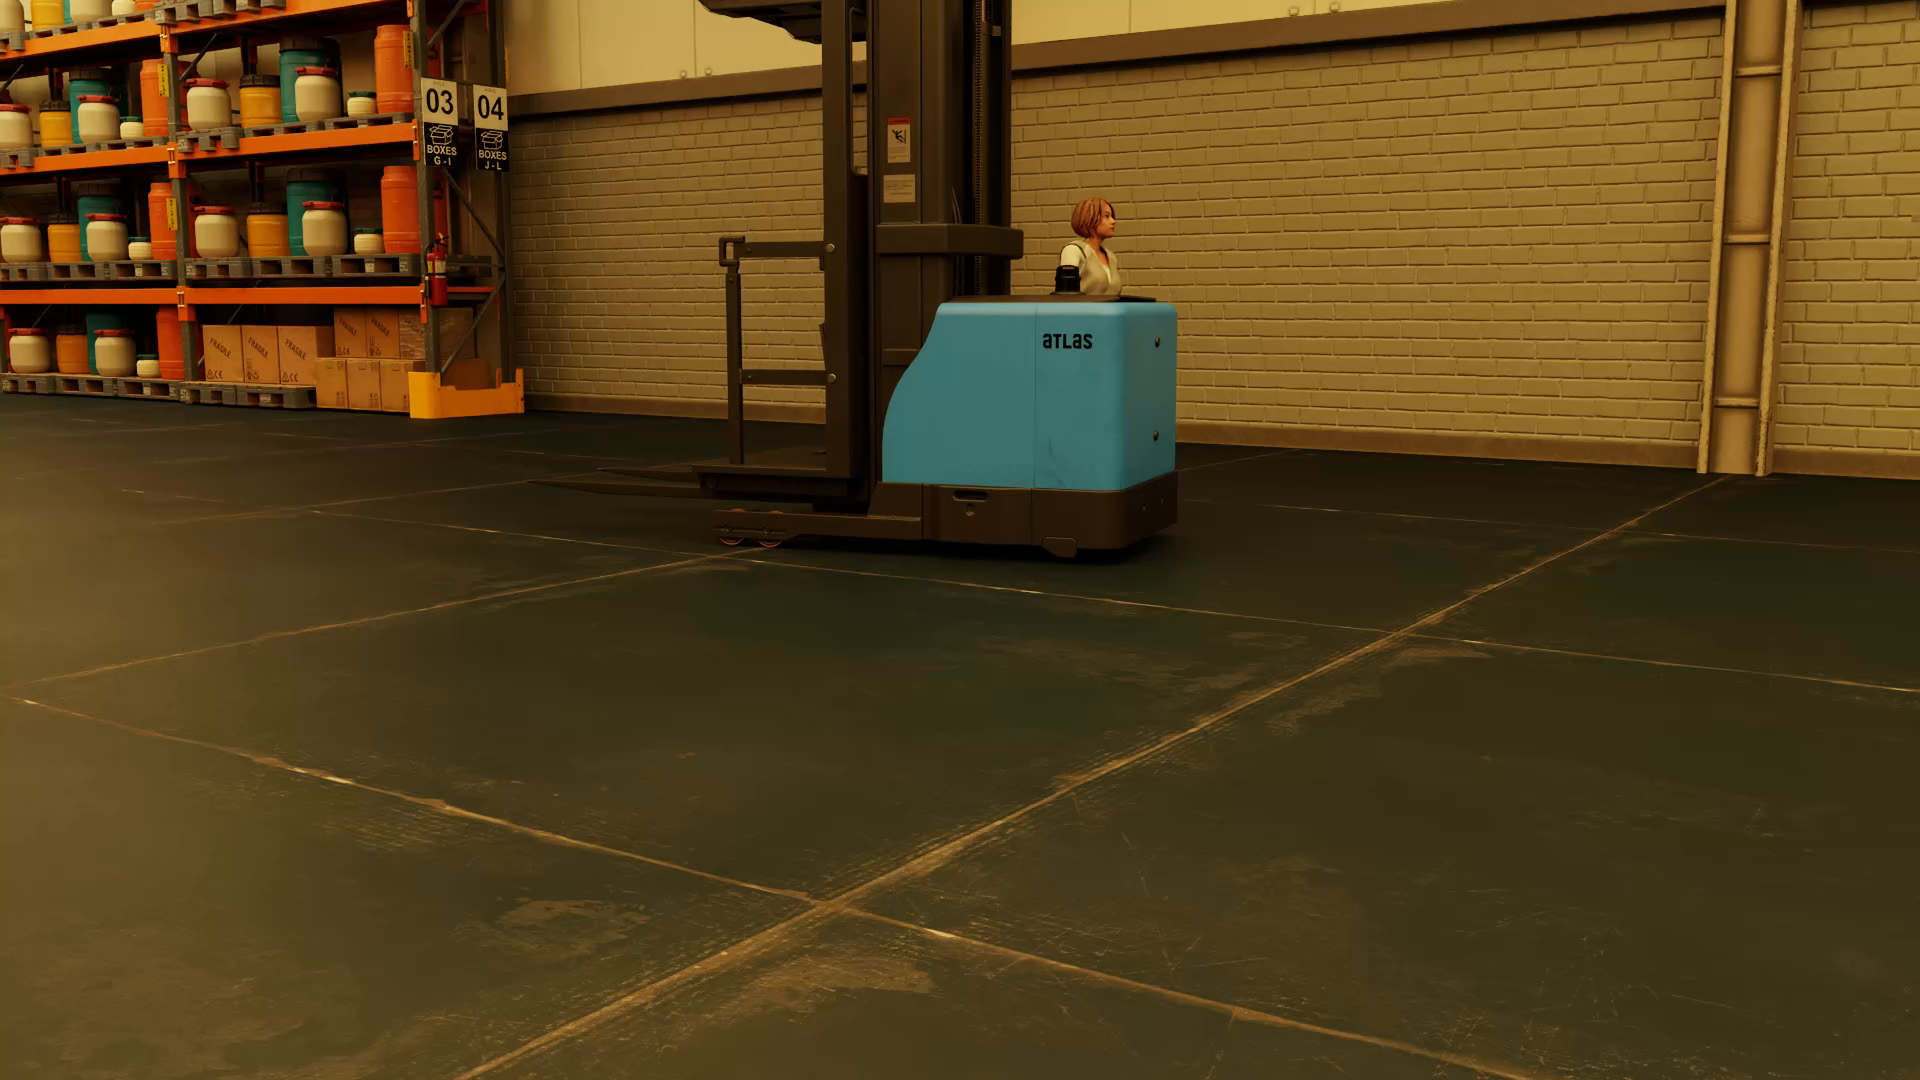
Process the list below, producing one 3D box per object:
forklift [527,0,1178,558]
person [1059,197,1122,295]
[{"bbox_3d":[-0.568,-1.483,7.619,3.031,2.935,1.130,3,9,21],"label":"forklift"},{"bbox_3d":[0.742,-0.929,8.414,0.473,1.598,0.521,7,10,39],"label":"person"}]
